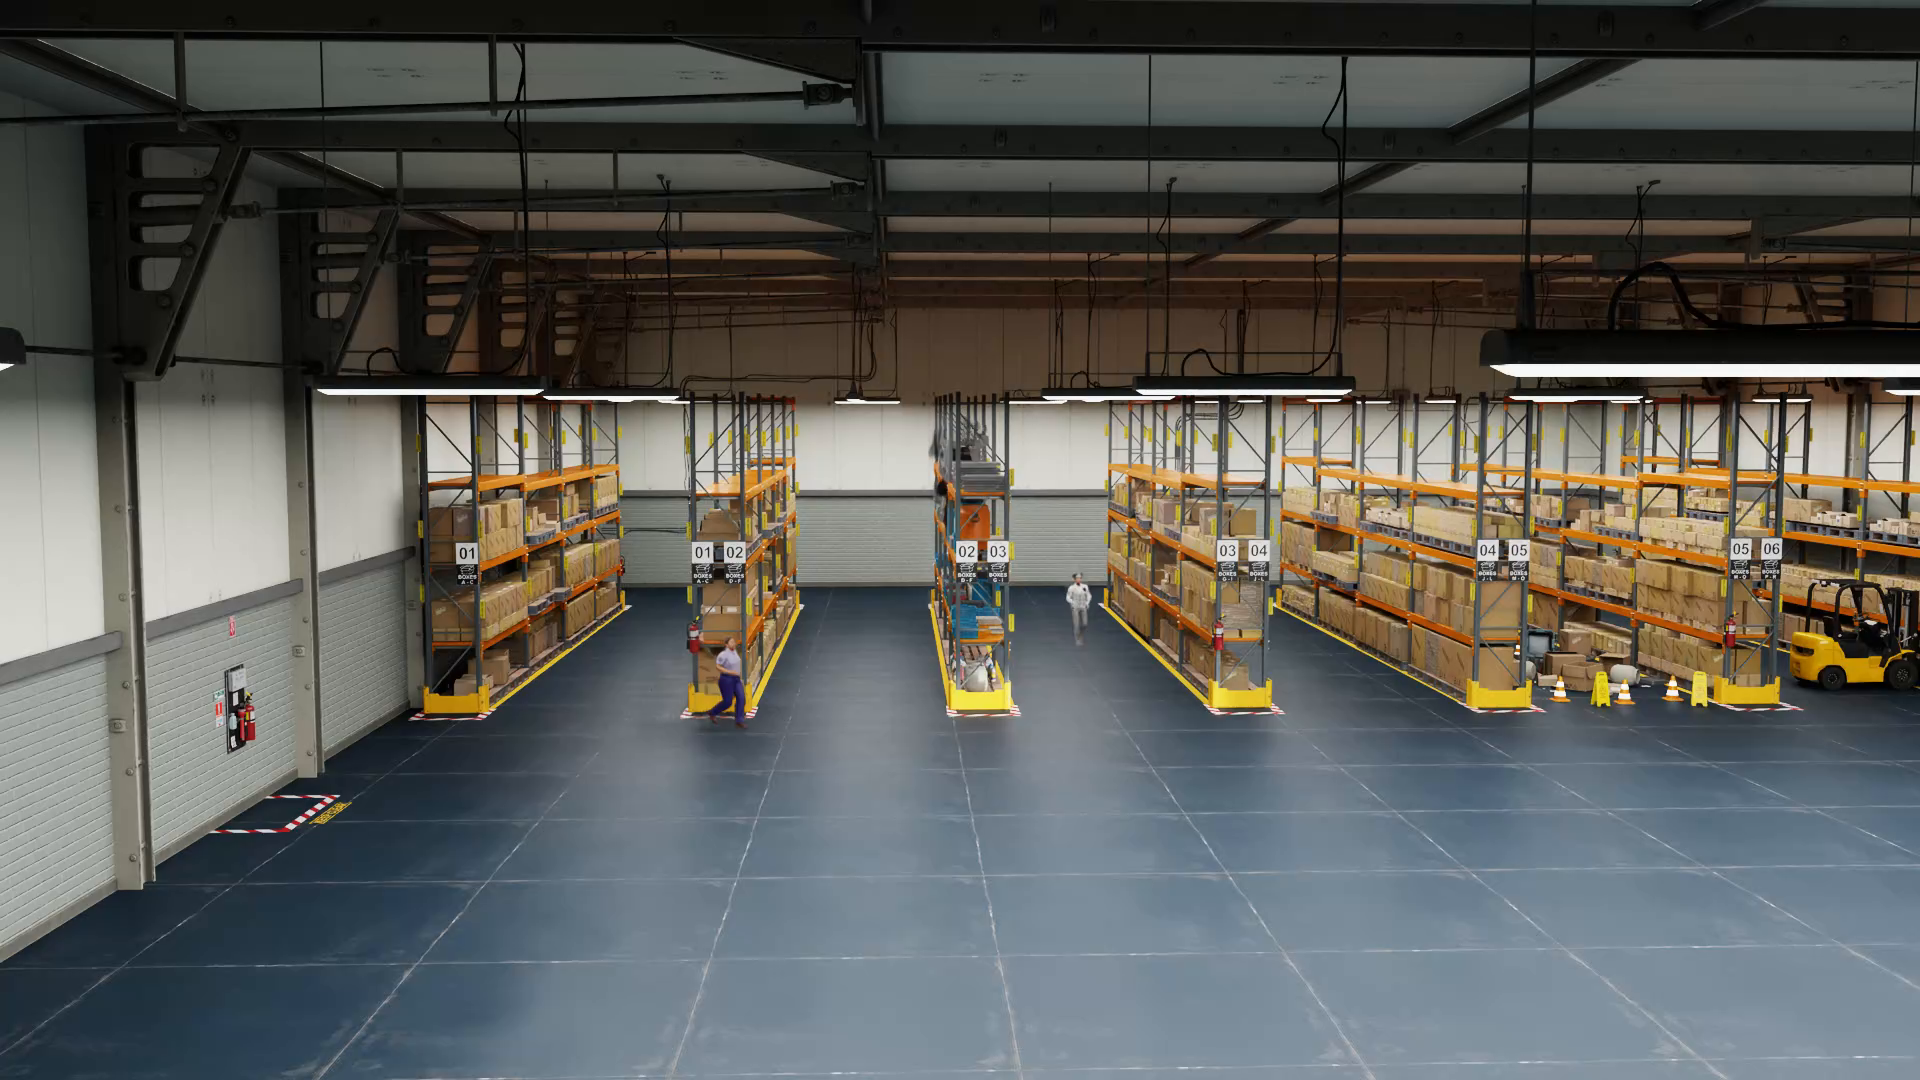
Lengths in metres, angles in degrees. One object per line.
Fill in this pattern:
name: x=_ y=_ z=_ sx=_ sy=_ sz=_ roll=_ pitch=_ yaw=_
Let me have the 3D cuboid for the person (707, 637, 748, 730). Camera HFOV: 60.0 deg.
person: x=-4.130 y=2.547 z=29.614 sx=0.787 sy=1.647 sz=0.624 roll=2 pitch=5 yaw=26

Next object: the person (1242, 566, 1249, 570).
person: x=7.951 y=1.116 z=46.708 sx=0.696 sy=1.802 sz=0.897 roll=0 pitch=5 yaw=3

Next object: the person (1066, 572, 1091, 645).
person: x=2.725 y=1.571 z=37.855 sx=0.589 sy=1.680 sz=0.528 roll=0 pitch=5 yaw=-6
